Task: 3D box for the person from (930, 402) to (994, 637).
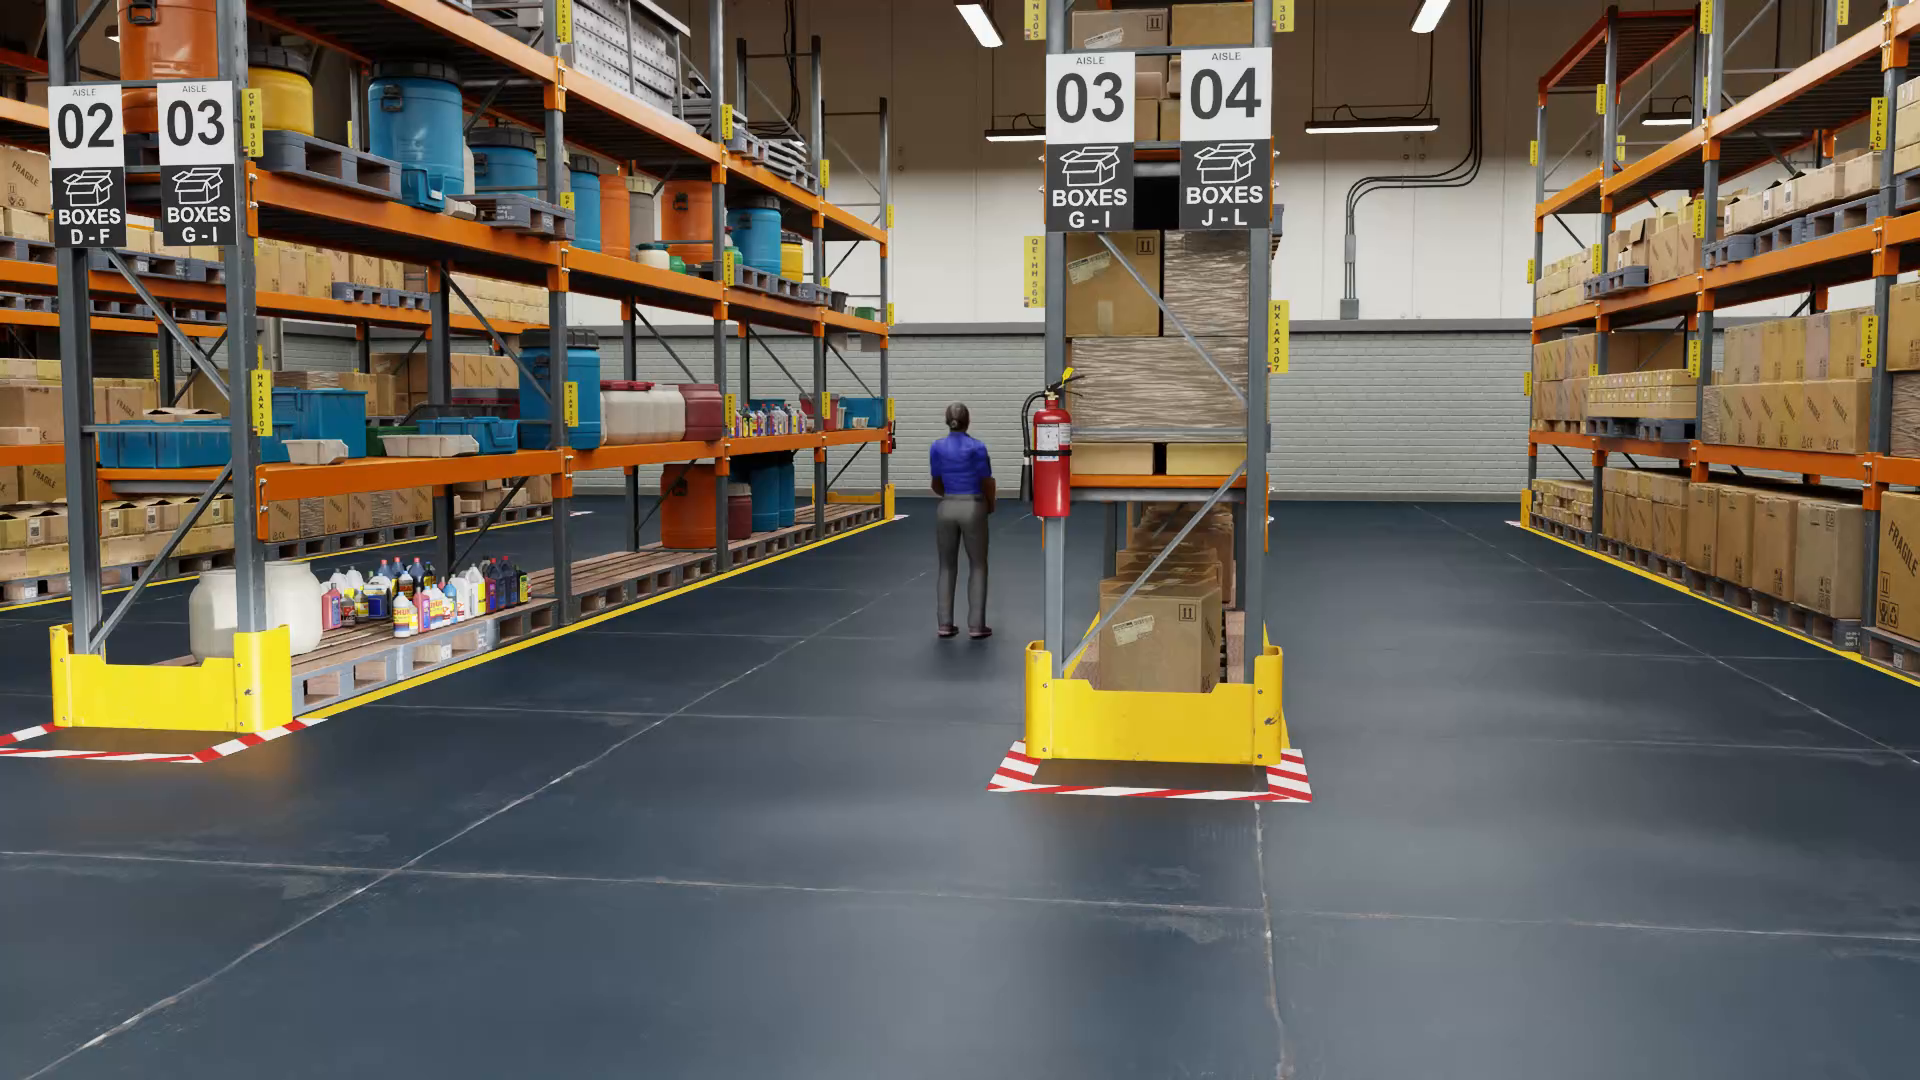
[{"bbox_3d":[0.037,-0.152,11.831,0.460,1.653,0.500,1,5,18],"label":"person"}]
